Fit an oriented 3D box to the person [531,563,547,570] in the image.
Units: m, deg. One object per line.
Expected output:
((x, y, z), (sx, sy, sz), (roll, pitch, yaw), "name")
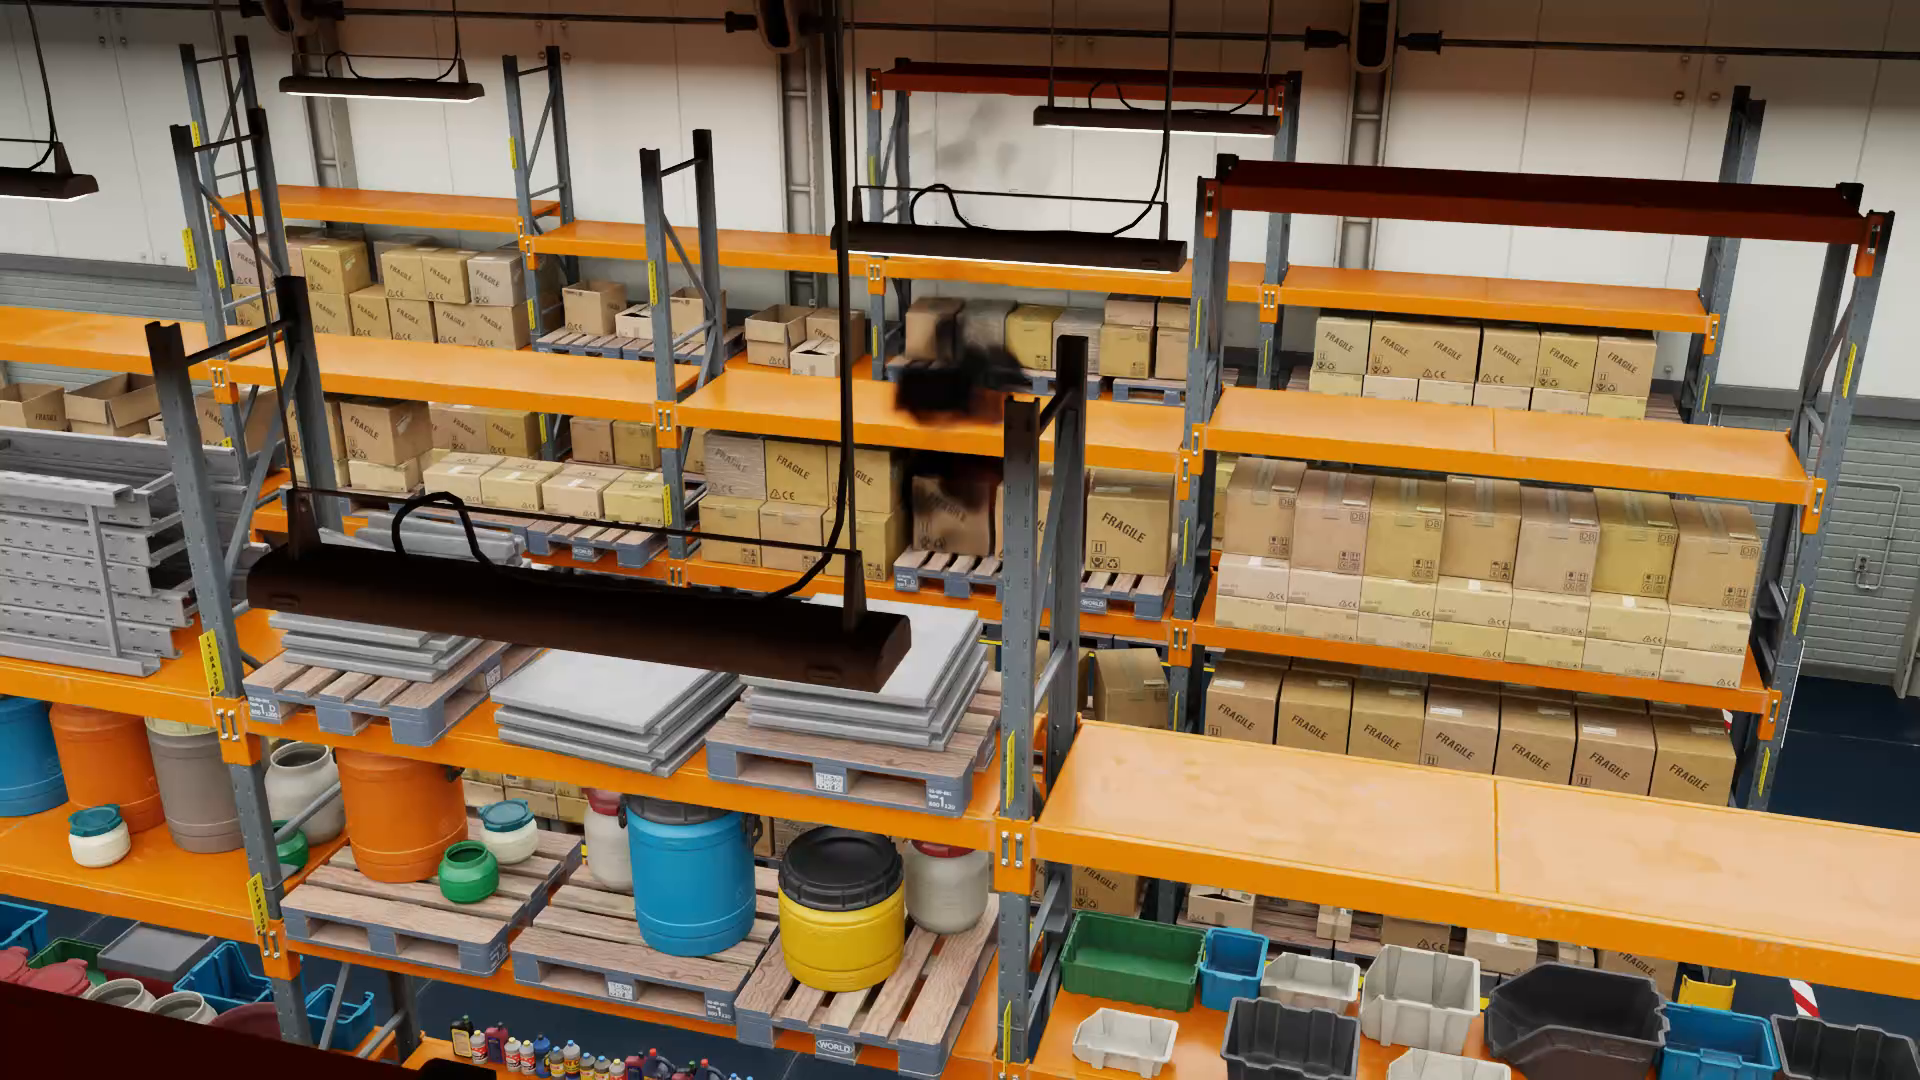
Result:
((-4.206, 0.765, 16.567), (1.001, 1.767, 0.713), (3, 23, 7), "person")
